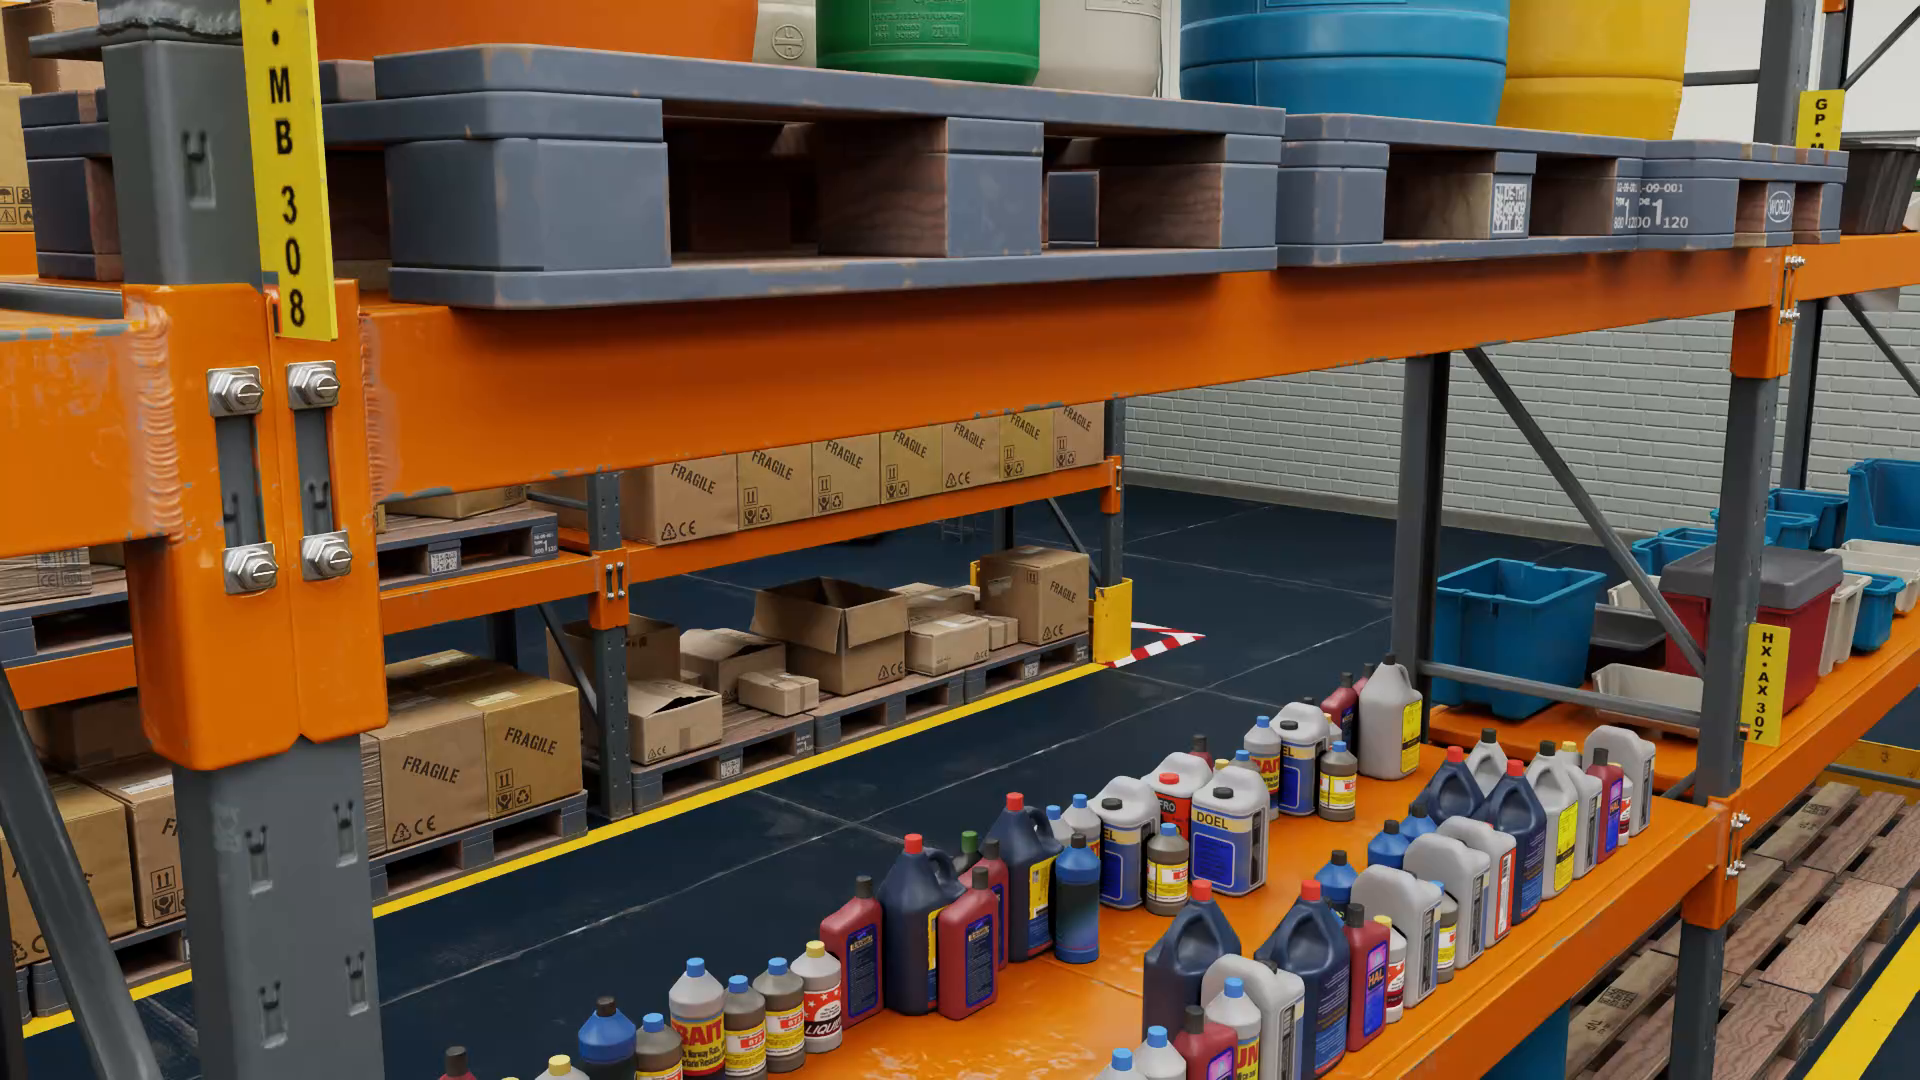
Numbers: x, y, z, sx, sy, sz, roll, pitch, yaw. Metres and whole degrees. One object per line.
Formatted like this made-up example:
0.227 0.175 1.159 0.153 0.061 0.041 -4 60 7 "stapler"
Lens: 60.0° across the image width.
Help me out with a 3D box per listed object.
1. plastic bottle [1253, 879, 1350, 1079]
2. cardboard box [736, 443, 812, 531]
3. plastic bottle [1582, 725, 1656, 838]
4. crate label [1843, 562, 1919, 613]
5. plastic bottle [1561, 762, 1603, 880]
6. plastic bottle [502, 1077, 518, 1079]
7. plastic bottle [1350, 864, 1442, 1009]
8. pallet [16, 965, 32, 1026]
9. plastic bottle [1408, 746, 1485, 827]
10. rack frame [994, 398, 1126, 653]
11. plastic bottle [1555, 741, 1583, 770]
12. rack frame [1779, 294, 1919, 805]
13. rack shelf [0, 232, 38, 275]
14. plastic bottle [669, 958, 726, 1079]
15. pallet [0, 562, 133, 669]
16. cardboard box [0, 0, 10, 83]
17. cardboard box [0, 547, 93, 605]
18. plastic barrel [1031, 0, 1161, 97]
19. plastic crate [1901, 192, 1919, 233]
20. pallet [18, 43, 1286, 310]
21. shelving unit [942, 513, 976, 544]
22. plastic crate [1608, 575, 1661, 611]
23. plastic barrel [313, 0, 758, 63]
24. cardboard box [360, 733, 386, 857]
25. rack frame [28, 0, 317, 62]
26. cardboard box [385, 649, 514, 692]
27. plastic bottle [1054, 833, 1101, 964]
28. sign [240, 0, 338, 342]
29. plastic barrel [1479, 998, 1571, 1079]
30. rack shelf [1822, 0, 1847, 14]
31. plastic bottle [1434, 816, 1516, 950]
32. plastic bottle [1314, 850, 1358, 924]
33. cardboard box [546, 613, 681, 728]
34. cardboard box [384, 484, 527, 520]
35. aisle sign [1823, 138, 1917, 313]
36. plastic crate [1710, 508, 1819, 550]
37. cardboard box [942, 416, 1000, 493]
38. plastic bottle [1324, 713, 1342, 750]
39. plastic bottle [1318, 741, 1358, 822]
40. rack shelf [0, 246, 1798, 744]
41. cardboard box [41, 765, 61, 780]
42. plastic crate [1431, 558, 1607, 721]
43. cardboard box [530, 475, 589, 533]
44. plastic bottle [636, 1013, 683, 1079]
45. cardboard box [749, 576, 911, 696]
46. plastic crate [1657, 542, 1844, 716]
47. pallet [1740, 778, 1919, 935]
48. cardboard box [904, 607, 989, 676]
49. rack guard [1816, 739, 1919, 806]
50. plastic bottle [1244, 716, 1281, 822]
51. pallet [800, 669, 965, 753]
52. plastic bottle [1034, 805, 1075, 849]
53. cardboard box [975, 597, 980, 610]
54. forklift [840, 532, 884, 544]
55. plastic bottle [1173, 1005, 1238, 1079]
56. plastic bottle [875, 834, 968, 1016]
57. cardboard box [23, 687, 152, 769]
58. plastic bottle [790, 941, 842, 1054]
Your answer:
0.638 0.813 3.109 0.144 0.351 0.185 10 15 40 "plastic bottle"
-1.116 -0.356 8.582 0.500 0.500 0.500 10 15 41 "cardboard box"
1.708 0.610 4.317 0.152 0.276 0.135 10 15 40 "plastic bottle"
3.596 0.189 6.628 0.396 0.136 0.243 10 15 40 "crate label"
1.467 0.663 4.048 0.152 0.276 0.135 10 15 40 "plastic bottle"
-0.726 0.972 2.694 0.097 0.201 0.097 0 11 0 "plastic bottle"
0.892 0.792 3.406 0.152 0.276 0.135 10 15 40 "plastic bottle"
-4.112 1.659 5.866 1.003 0.211 1.213 10 15 40 "pallet"
1.134 0.659 3.877 0.144 0.351 0.185 10 15 40 "plastic bottle"
0.648 -0.780 10.960 1.000 3.000 0.127 10 15 40 "rack frame"
1.602 0.633 4.391 0.097 0.201 0.097 0 11 0 "plastic bottle"
4.366 -0.139 7.751 1.000 3.000 0.127 10 15 40 "rack frame"
-3.313 -1.016 6.317 1.077 0.370 4.000 10 15 40 "rack shelf"
-0.469 0.880 2.974 0.097 0.271 0.097 0 11 0 "plastic bottle"
-3.353 0.204 6.521 1.003 0.211 1.213 10 15 40 "pallet"
-3.667 -1.827 5.734 0.500 0.500 0.500 10 15 40 "cardboard box"
-3.555 -0.075 6.103 0.500 0.500 0.700 -9 14 -37 "cardboard box"
0.142 -0.986 2.913 0.433 0.535 0.433 0 11 0 "plastic barrel"
3.188 -1.145 5.800 0.437 0.136 0.530 10 15 40 "plastic crate"
-0.336 -0.441 2.083 1.003 0.211 1.213 10 15 40 "pallet"
-0.010 -0.586 14.583 0.258 1.200 0.189 10 15 40 "shelving unit"
2.649 0.254 6.301 0.293 0.136 0.466 10 15 40 "plastic crate"
-0.538 -0.933 1.897 0.600 0.830 0.708 10 15 40 "plastic barrel"
-2.767 1.073 6.938 0.500 0.500 0.500 10 15 41 "cardboard box"
-0.915 -1.904 1.270 1.000 3.000 0.127 10 15 40 "rack frame"
-2.495 0.858 8.017 0.500 0.500 0.500 9 14 38 "cardboard box"
0.252 0.762 3.565 0.097 0.271 0.097 0 11 0 "plastic bottle"
-0.497 -0.312 1.223 0.100 0.325 0.005 10 15 40 "sign"
1.354 1.350 4.579 0.600 0.901 0.708 10 15 40 "plastic barrel"
3.046 -2.238 5.799 1.077 0.370 4.000 10 15 40 "rack shelf"
1.134 0.738 3.676 0.152 0.276 0.135 10 15 40 "plastic bottle"
0.786 0.780 3.474 0.097 0.271 0.097 0 11 0 "plastic bottle"
-1.830 0.698 8.818 0.500 0.500 0.500 10 15 40 "cardboard box"
-2.473 -0.406 7.758 0.700 0.500 0.500 4 12 21 "cardboard box"
4.190 -1.463 7.741 0.394 0.787 0.004 10 15 40 "aisle sign"
3.521 0.004 7.308 0.416 0.233 0.300 10 15 40 "plastic crate"
-0.117 -0.579 9.696 0.500 0.500 0.500 10 15 41 "cardboard box"
1.013 0.584 4.635 0.097 0.201 0.097 0 11 0 "plastic bottle"
0.998 0.633 4.393 0.097 0.201 0.097 0 11 0 "plastic bottle"
0.405 -0.375 3.108 1.077 0.370 4.000 10 15 40 "rack shelf"
-3.850 1.163 6.491 0.500 0.500 0.500 9 14 38 "cardboard box"
1.778 0.315 5.365 0.392 0.384 0.575 10 15 40 "plastic crate"
-1.855 -0.348 8.538 0.500 0.500 0.500 10 15 41 "cardboard box"
-0.533 0.929 2.910 0.097 0.201 0.097 0 11 0 "plastic bottle"
-0.756 0.540 9.602 0.797 0.503 0.637 10 15 40 "cardboard box"
2.503 0.289 5.287 0.402 0.464 0.583 10 15 40 "plastic crate"
3.793 1.344 7.441 1.003 0.211 1.213 10 15 40 "pallet"
-0.176 0.600 9.946 0.500 0.250 0.500 10 15 40 "cardboard box"
4.372 1.081 8.022 1.175 0.500 0.348 10 15 40 "rack guard"
0.795 0.598 4.385 0.097 0.271 0.097 0 11 0 "plastic bottle"
-0.733 0.894 9.695 1.003 0.211 1.213 10 15 40 "pallet"
0.208 0.729 3.730 0.097 0.271 0.097 0 11 0 "plastic bottle"
-0.052 0.447 10.924 0.380 0.166 0.250 10 15 40 "cardboard box"
-2.086 -1.544 14.957 3.031 2.935 1.130 3 12 15 "forklift"
0.411 0.909 2.800 0.061 0.283 0.133 10 15 40 "plastic bottle"
-0.077 0.761 3.369 0.144 0.351 0.185 10 15 40 "plastic bottle"
-3.486 0.711 6.837 0.500 0.250 0.500 9 15 39 "cardboard box"
-0.276 0.872 3.196 0.097 0.201 0.097 0 11 0 "plastic bottle"
